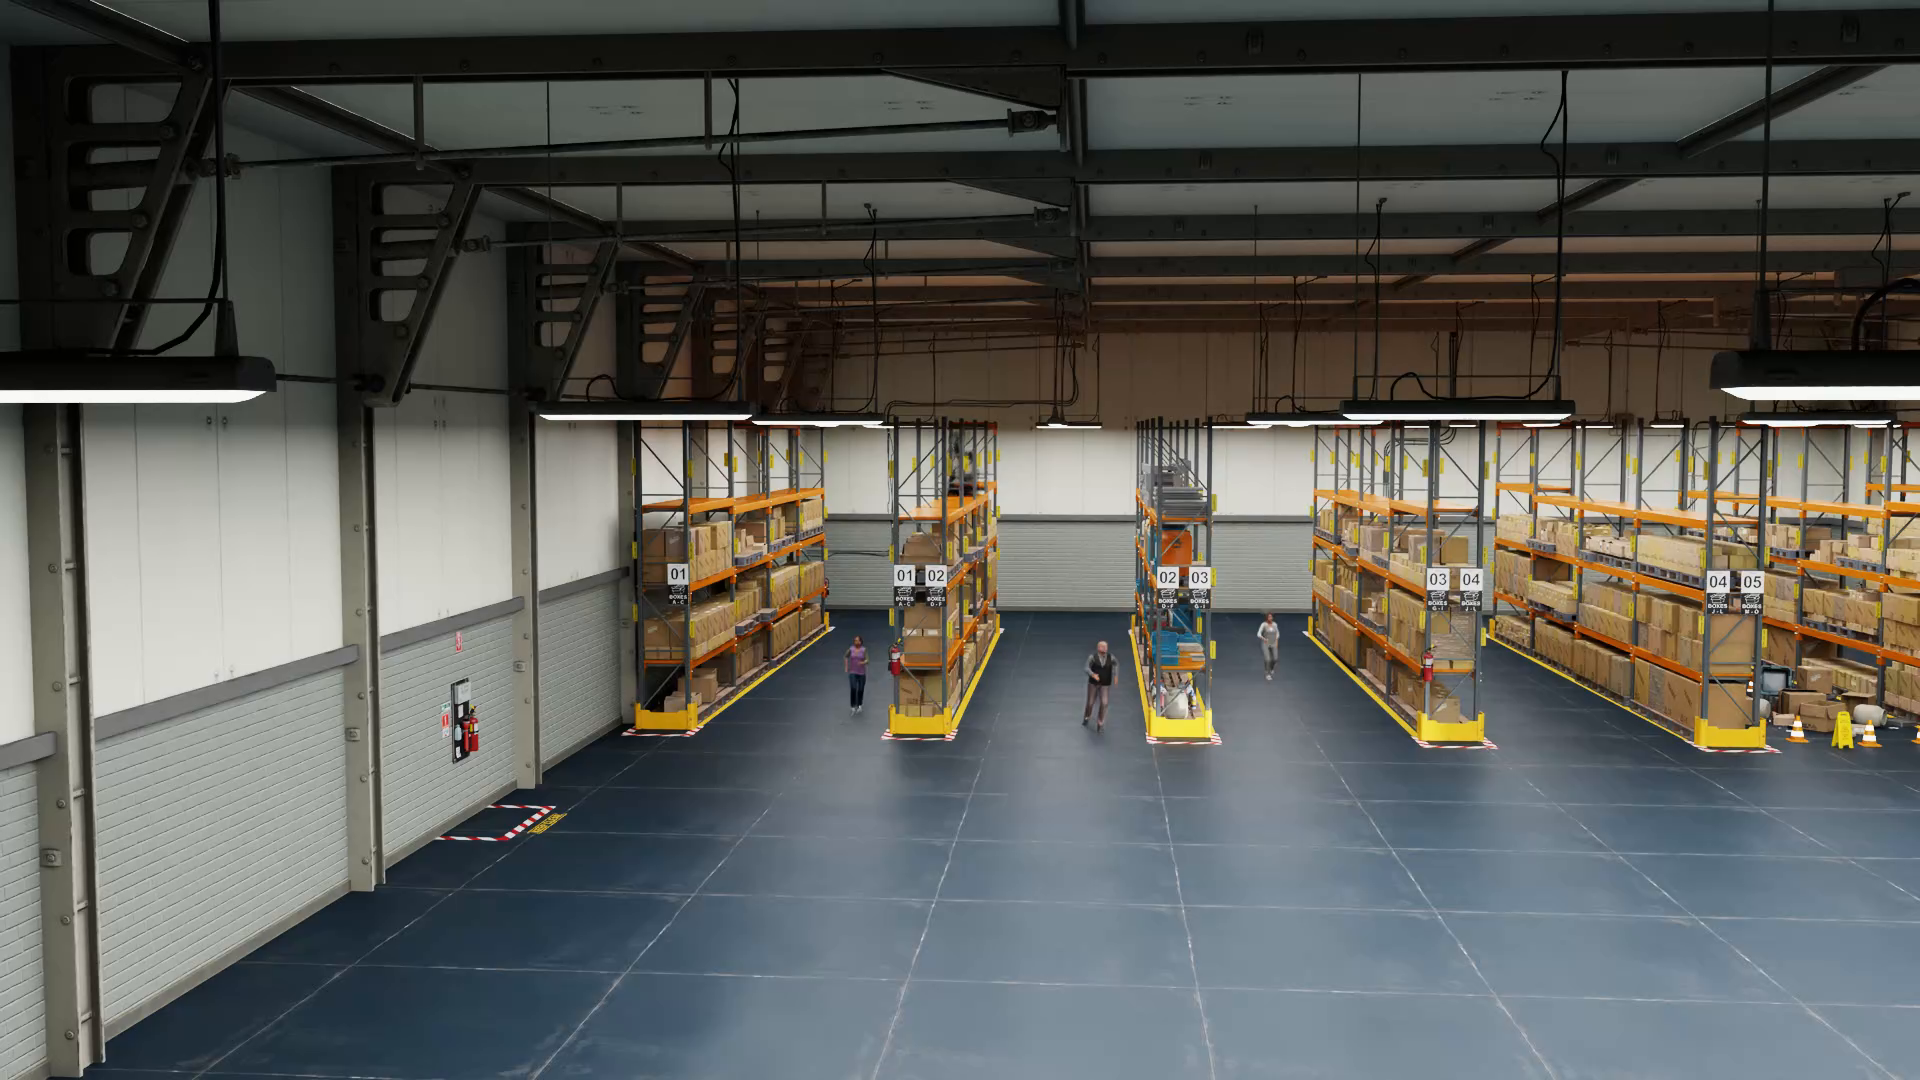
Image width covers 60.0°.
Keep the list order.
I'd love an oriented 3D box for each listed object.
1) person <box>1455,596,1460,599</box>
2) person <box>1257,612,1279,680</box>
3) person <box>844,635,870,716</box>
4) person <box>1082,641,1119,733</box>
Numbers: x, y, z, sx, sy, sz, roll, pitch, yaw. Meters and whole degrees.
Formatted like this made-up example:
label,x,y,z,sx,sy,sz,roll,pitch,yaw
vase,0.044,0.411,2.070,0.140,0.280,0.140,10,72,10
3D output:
label,x,y,z,sx,sy,sz,roll,pitch,yaw
person,13.538,1.923,44.742,0.656,1.768,0.945,0,4,1
person,7.107,2.443,38.199,0.539,1.561,0.511,0,4,-5
person,-2.085,2.729,33.594,0.494,1.617,0.682,0,4,-7
person,2.699,2.810,31.800,0.711,1.774,0.721,0,4,-2
